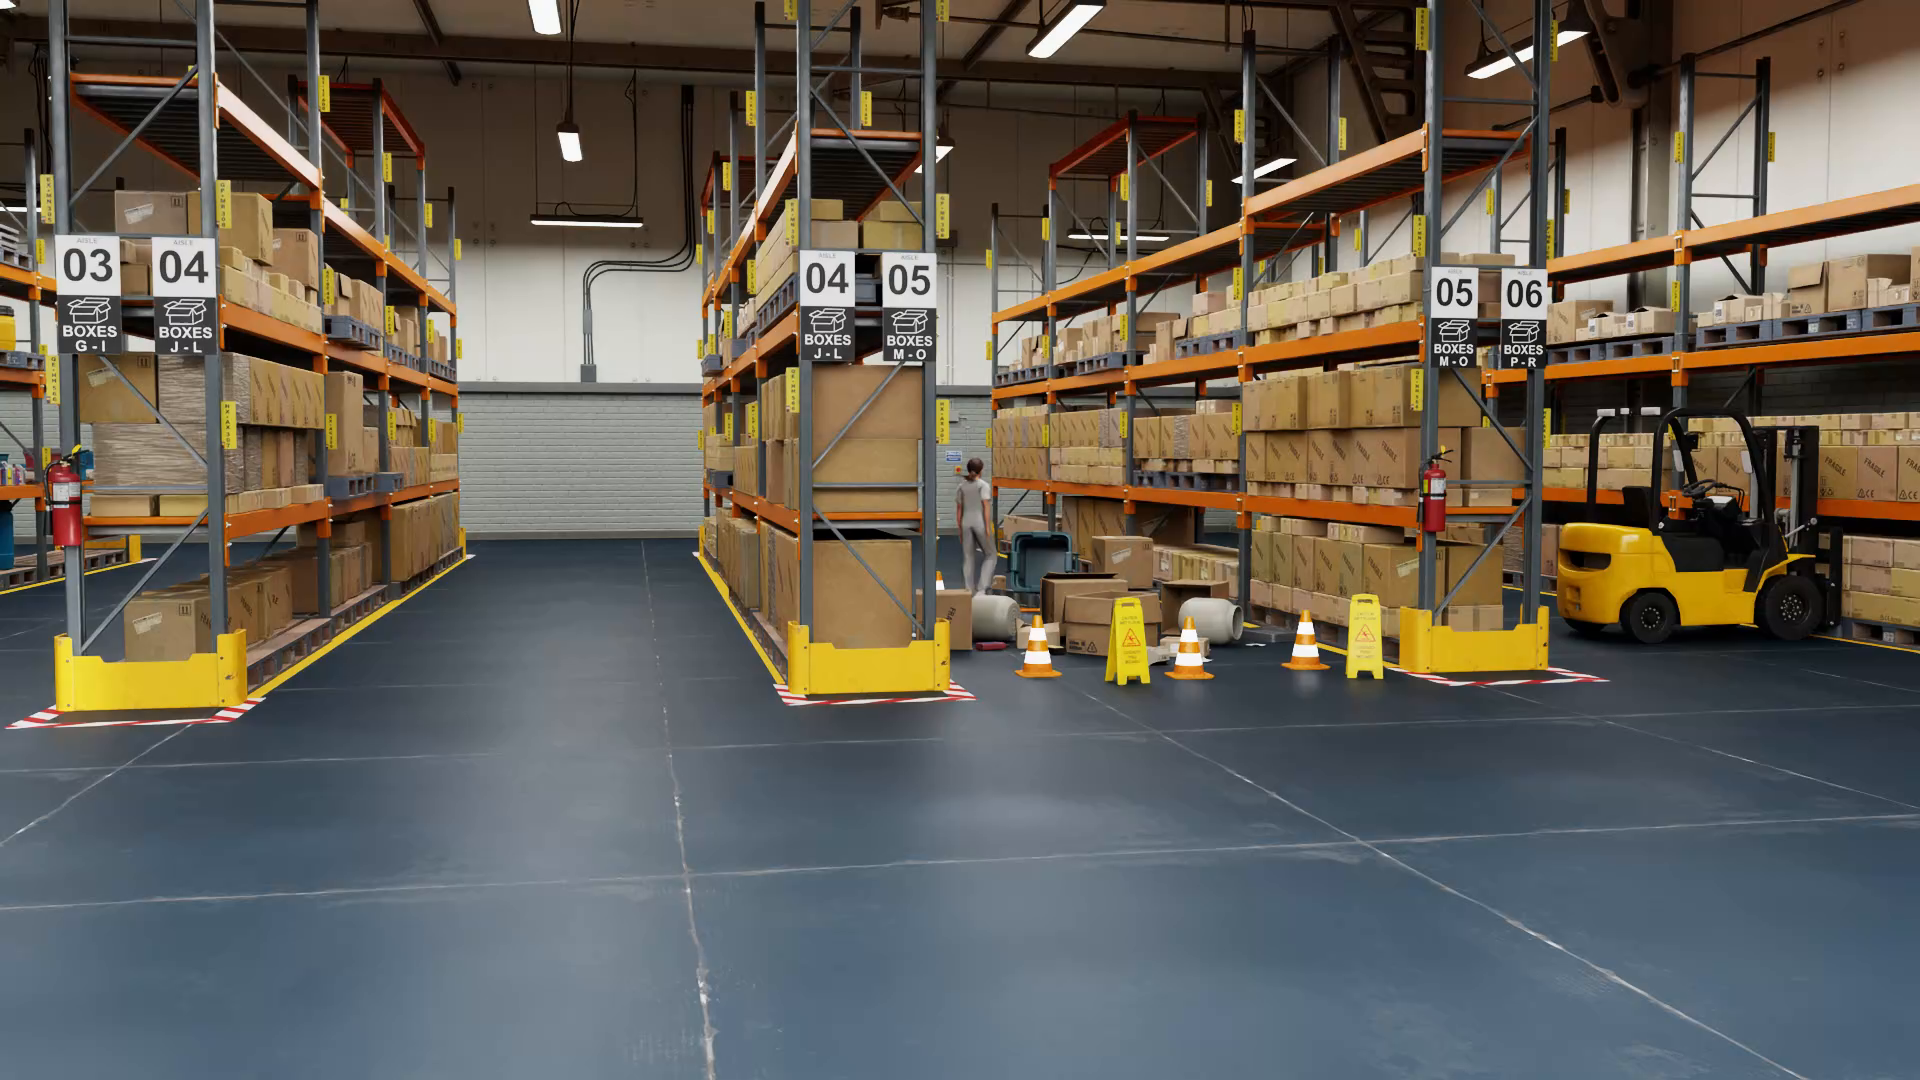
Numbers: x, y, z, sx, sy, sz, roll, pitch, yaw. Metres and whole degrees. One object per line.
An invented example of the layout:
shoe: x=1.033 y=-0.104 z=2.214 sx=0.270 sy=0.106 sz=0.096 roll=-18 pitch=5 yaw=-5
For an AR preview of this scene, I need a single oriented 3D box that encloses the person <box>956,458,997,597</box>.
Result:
person: x=0.152 y=-0.090 z=18.752 sx=0.472 sy=1.673 sz=0.527 roll=1 pitch=3 yaw=23
